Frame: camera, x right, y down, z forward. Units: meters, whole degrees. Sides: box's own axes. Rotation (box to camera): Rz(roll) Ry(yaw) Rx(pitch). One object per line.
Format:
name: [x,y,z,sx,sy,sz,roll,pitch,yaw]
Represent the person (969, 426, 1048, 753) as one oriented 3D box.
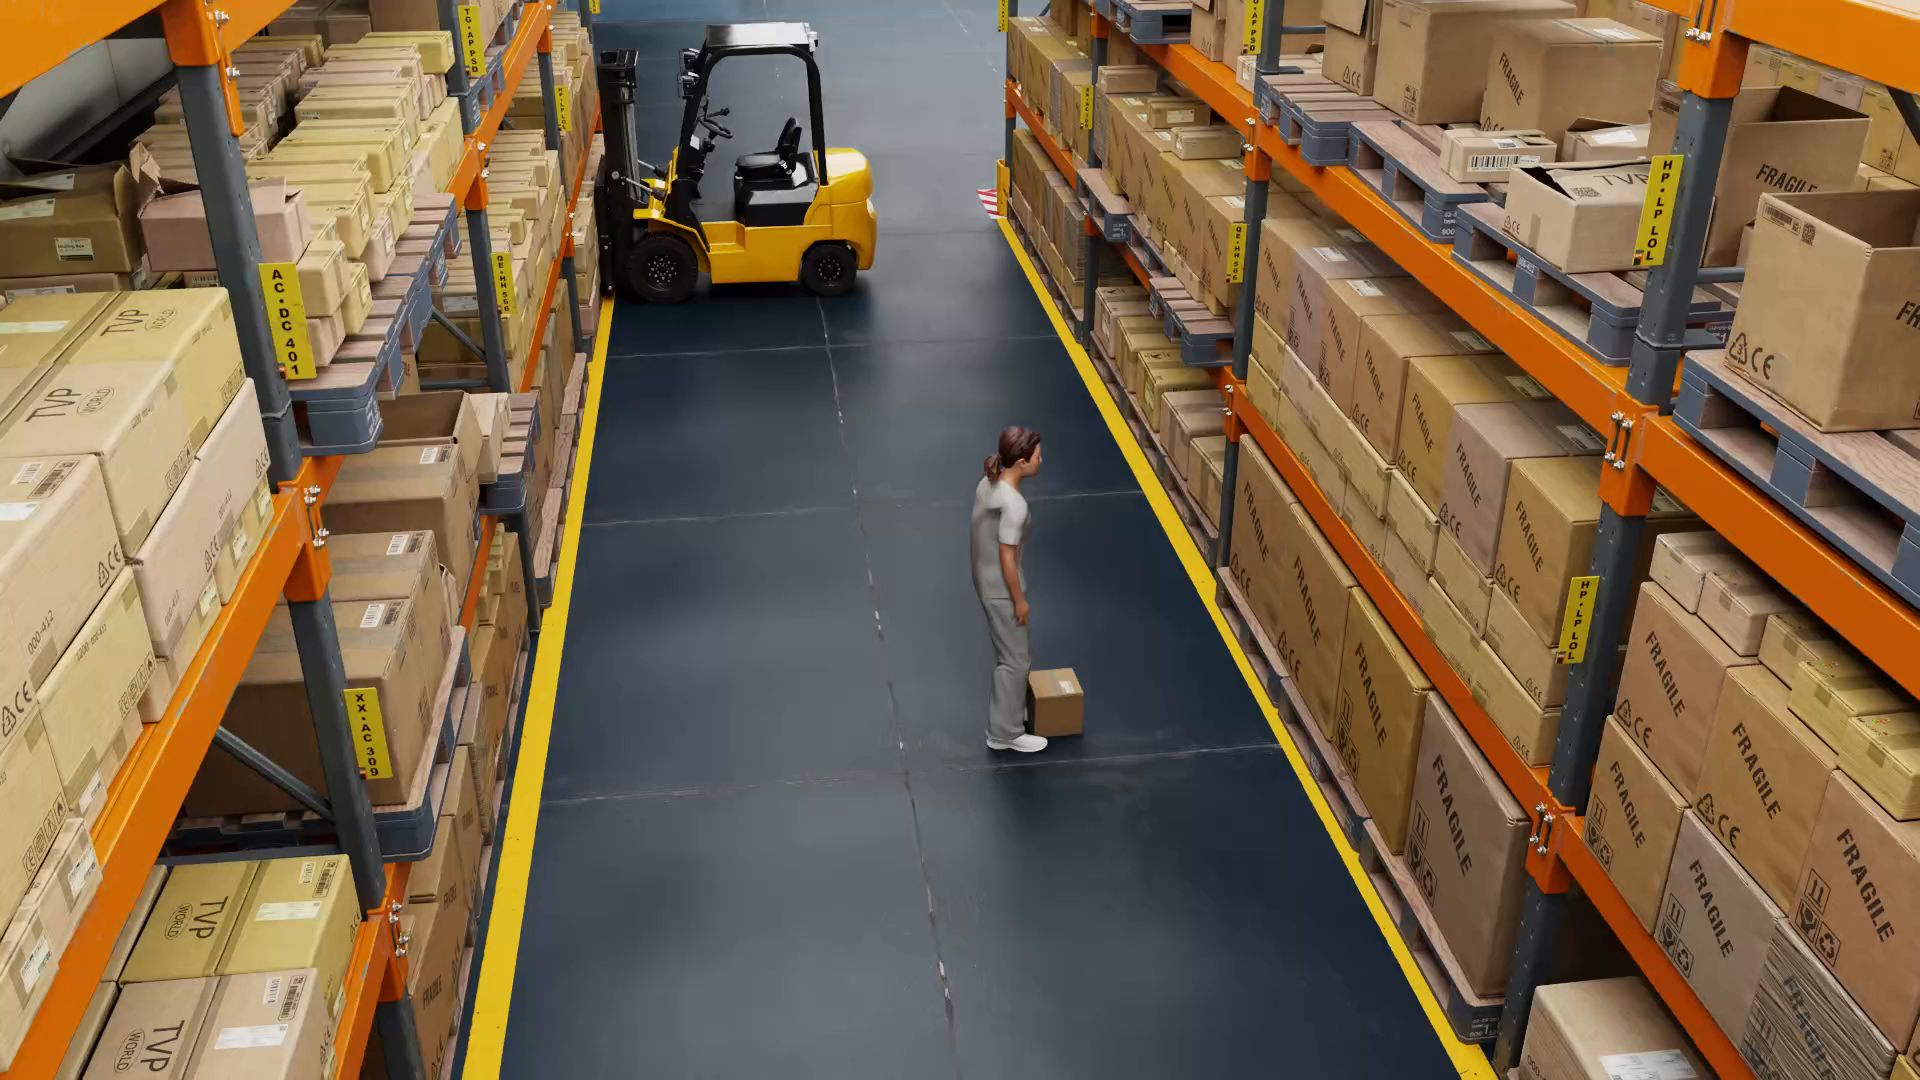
person: [0.261,0.226,8.183,0.416,1.671,0.496,-5,28,-9]
